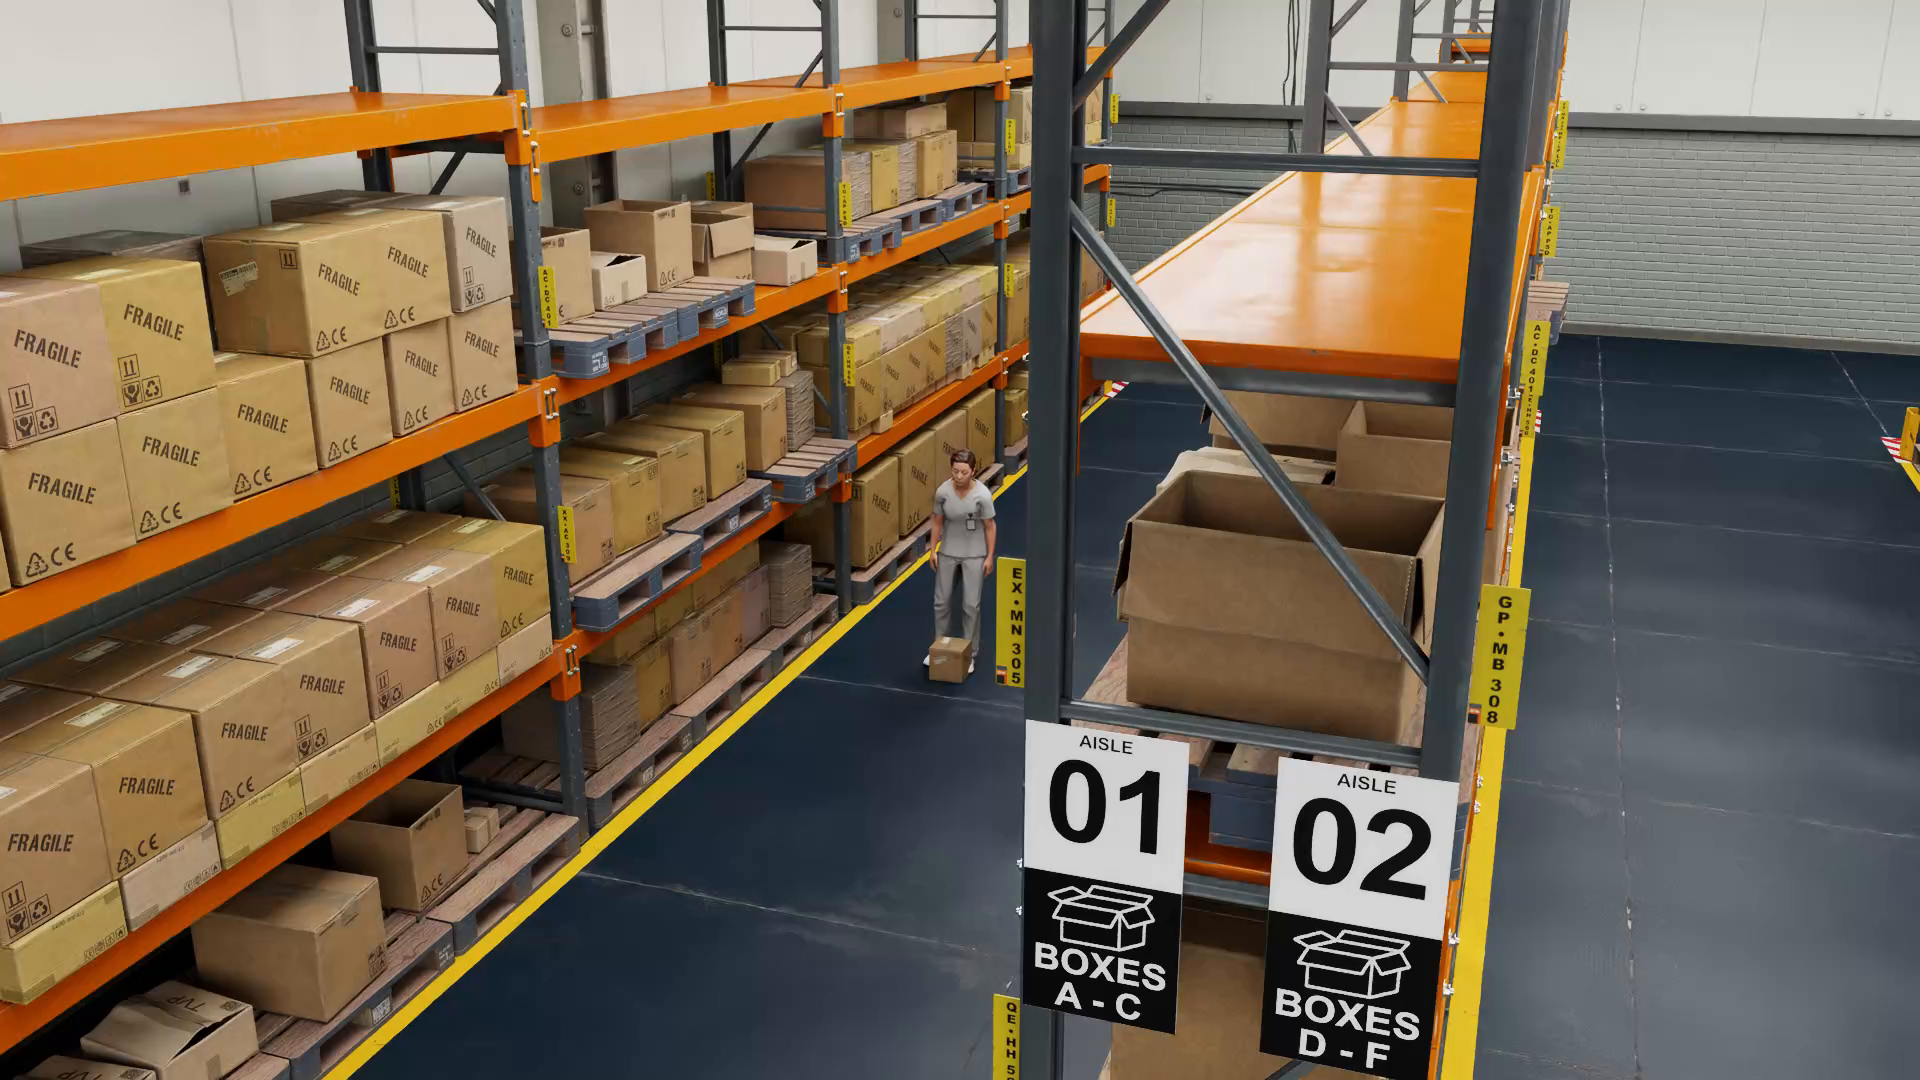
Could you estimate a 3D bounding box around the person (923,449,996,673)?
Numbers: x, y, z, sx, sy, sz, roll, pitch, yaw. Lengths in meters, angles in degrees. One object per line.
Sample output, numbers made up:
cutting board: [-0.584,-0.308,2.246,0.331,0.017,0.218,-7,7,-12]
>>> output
person: [-0.001,0.136,12.166,0.512,1.671,0.417,5,19,15]
